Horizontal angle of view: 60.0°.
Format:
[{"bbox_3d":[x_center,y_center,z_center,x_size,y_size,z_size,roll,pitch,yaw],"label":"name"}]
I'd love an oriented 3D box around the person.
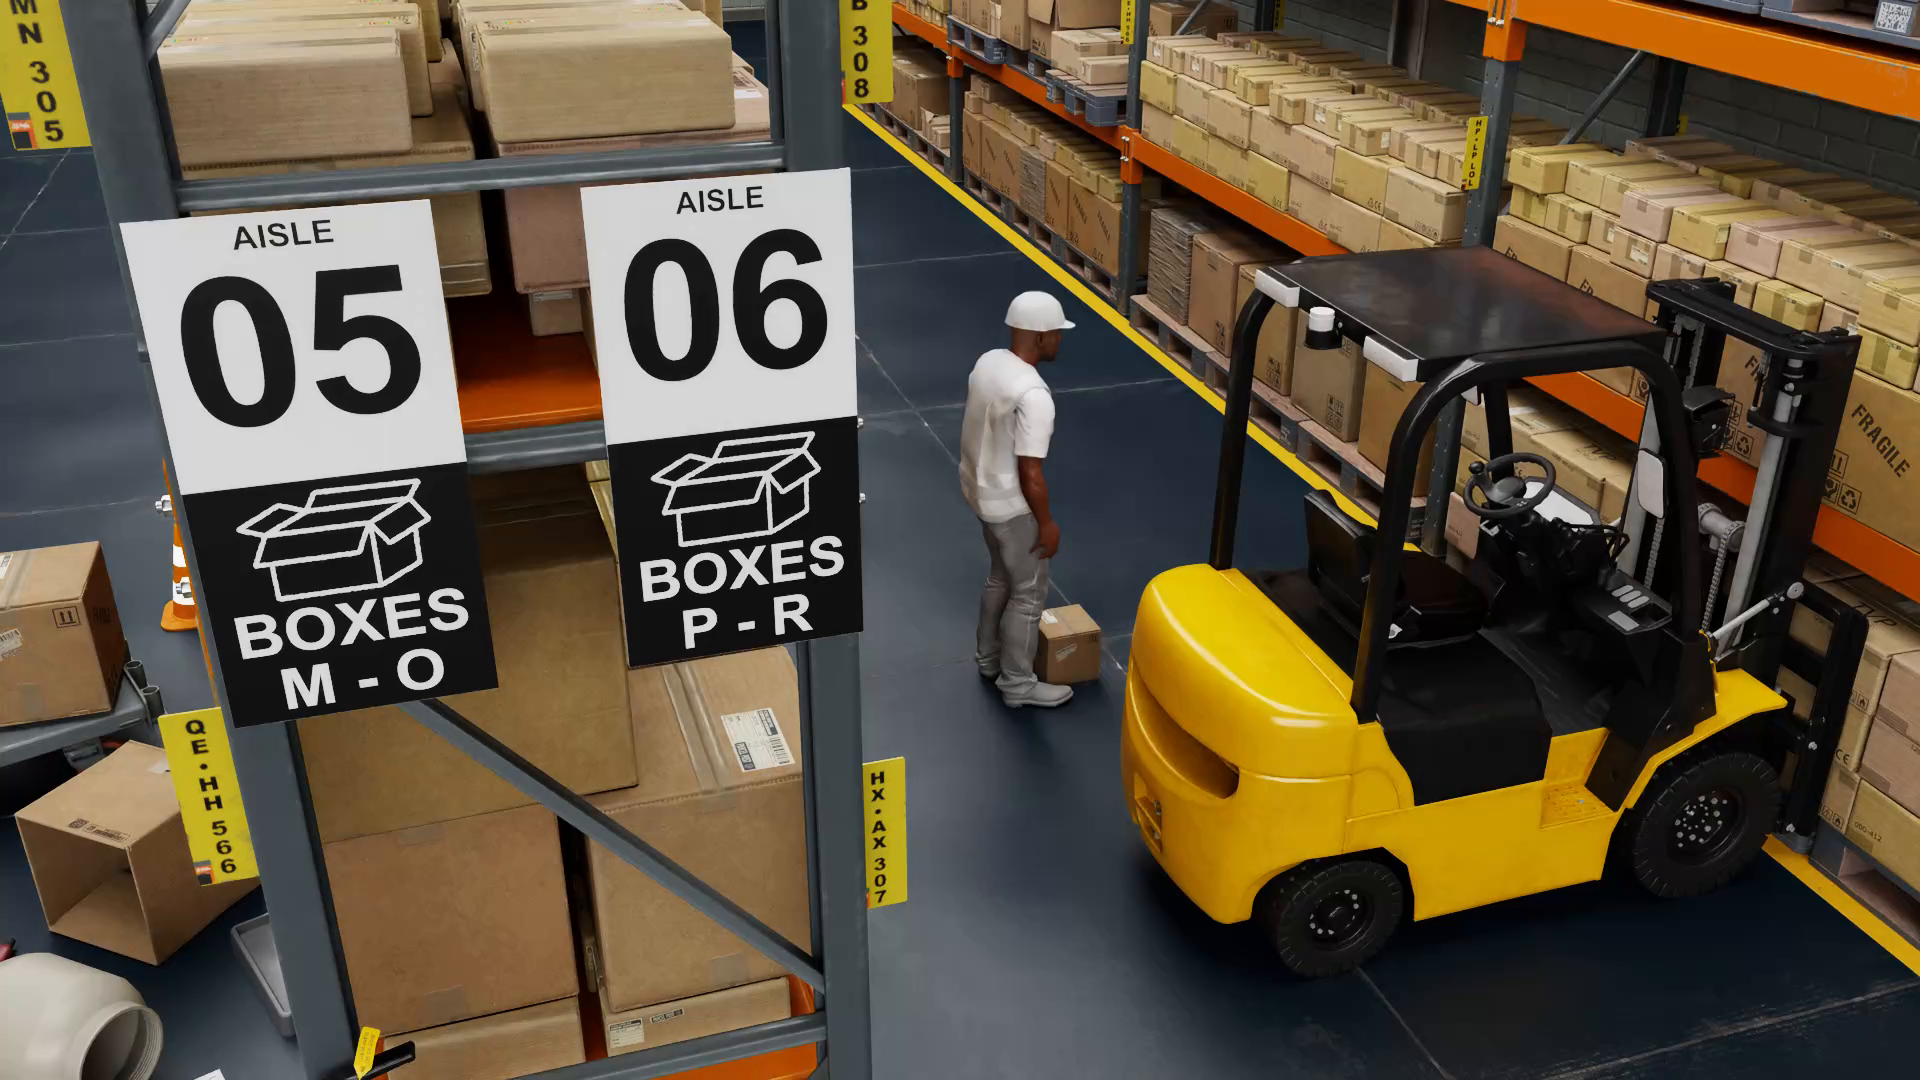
[{"bbox_3d":[0.247,-0.175,6.950,0.463,1.759,0.635,-9,27,-17],"label":"person"}]
